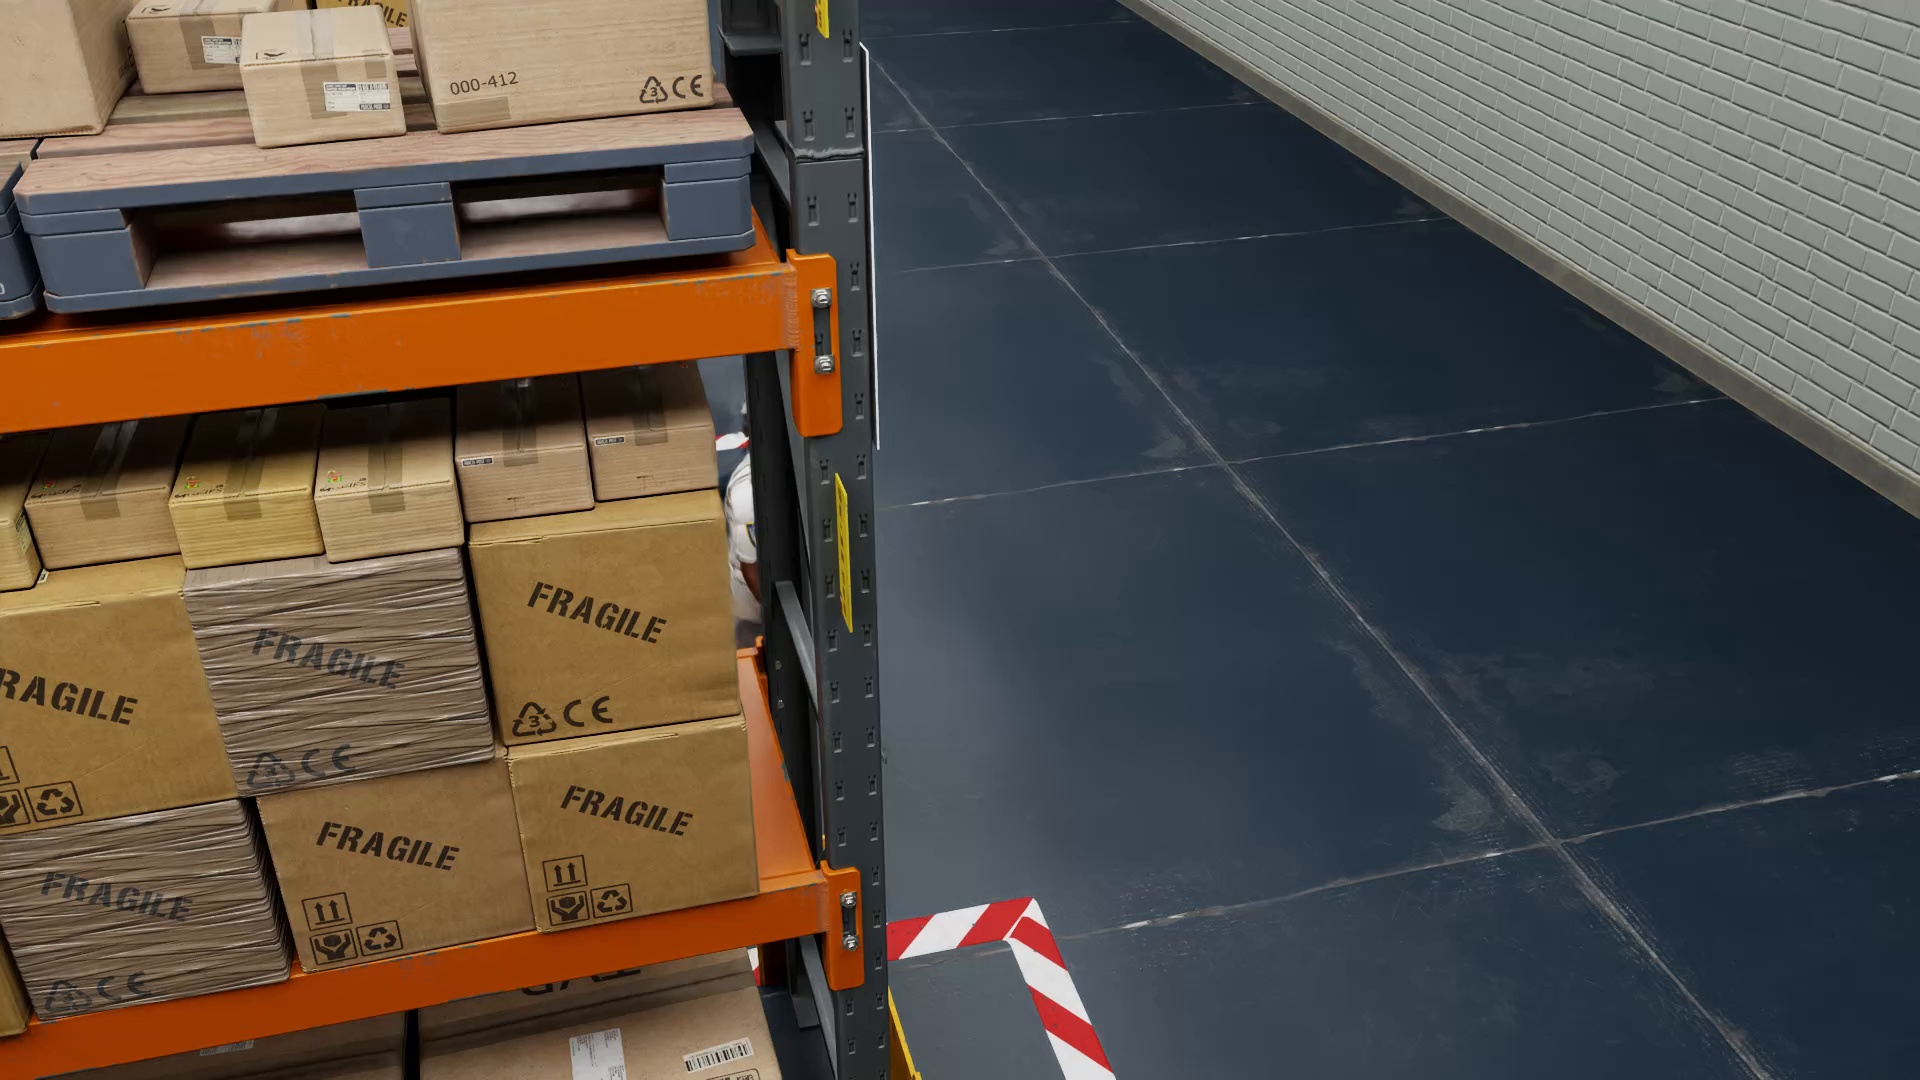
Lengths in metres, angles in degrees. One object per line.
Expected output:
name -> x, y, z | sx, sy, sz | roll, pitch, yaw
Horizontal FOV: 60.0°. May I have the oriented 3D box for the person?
person -> -0.650, 0.199, 5.780 | 0.618, 1.644, 0.553 | 10, 32, 16
